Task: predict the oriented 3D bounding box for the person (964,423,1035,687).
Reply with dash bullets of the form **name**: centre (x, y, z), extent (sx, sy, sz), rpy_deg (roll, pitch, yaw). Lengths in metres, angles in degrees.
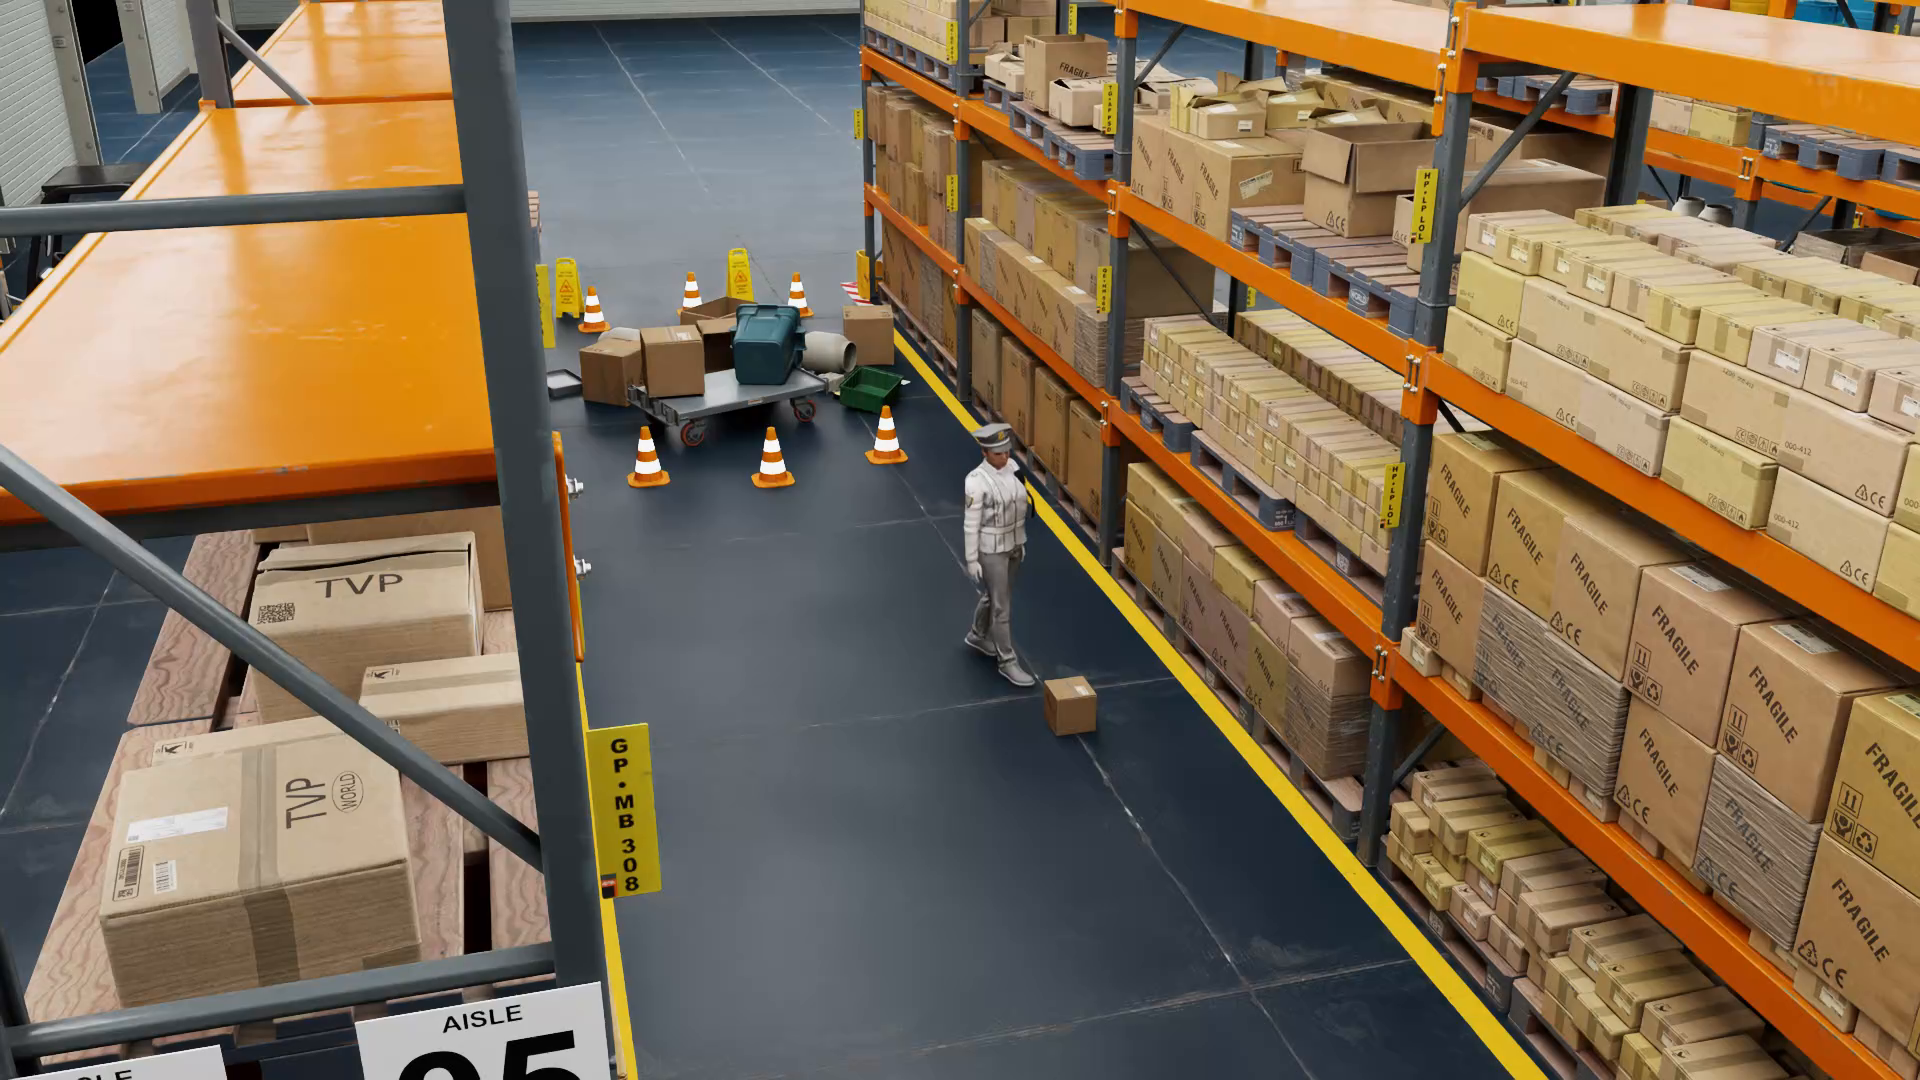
- **person**: centre (0.248, 0.067, 10.427), extent (0.659, 1.657, 0.516), rpy_deg (18, 29, 37)
